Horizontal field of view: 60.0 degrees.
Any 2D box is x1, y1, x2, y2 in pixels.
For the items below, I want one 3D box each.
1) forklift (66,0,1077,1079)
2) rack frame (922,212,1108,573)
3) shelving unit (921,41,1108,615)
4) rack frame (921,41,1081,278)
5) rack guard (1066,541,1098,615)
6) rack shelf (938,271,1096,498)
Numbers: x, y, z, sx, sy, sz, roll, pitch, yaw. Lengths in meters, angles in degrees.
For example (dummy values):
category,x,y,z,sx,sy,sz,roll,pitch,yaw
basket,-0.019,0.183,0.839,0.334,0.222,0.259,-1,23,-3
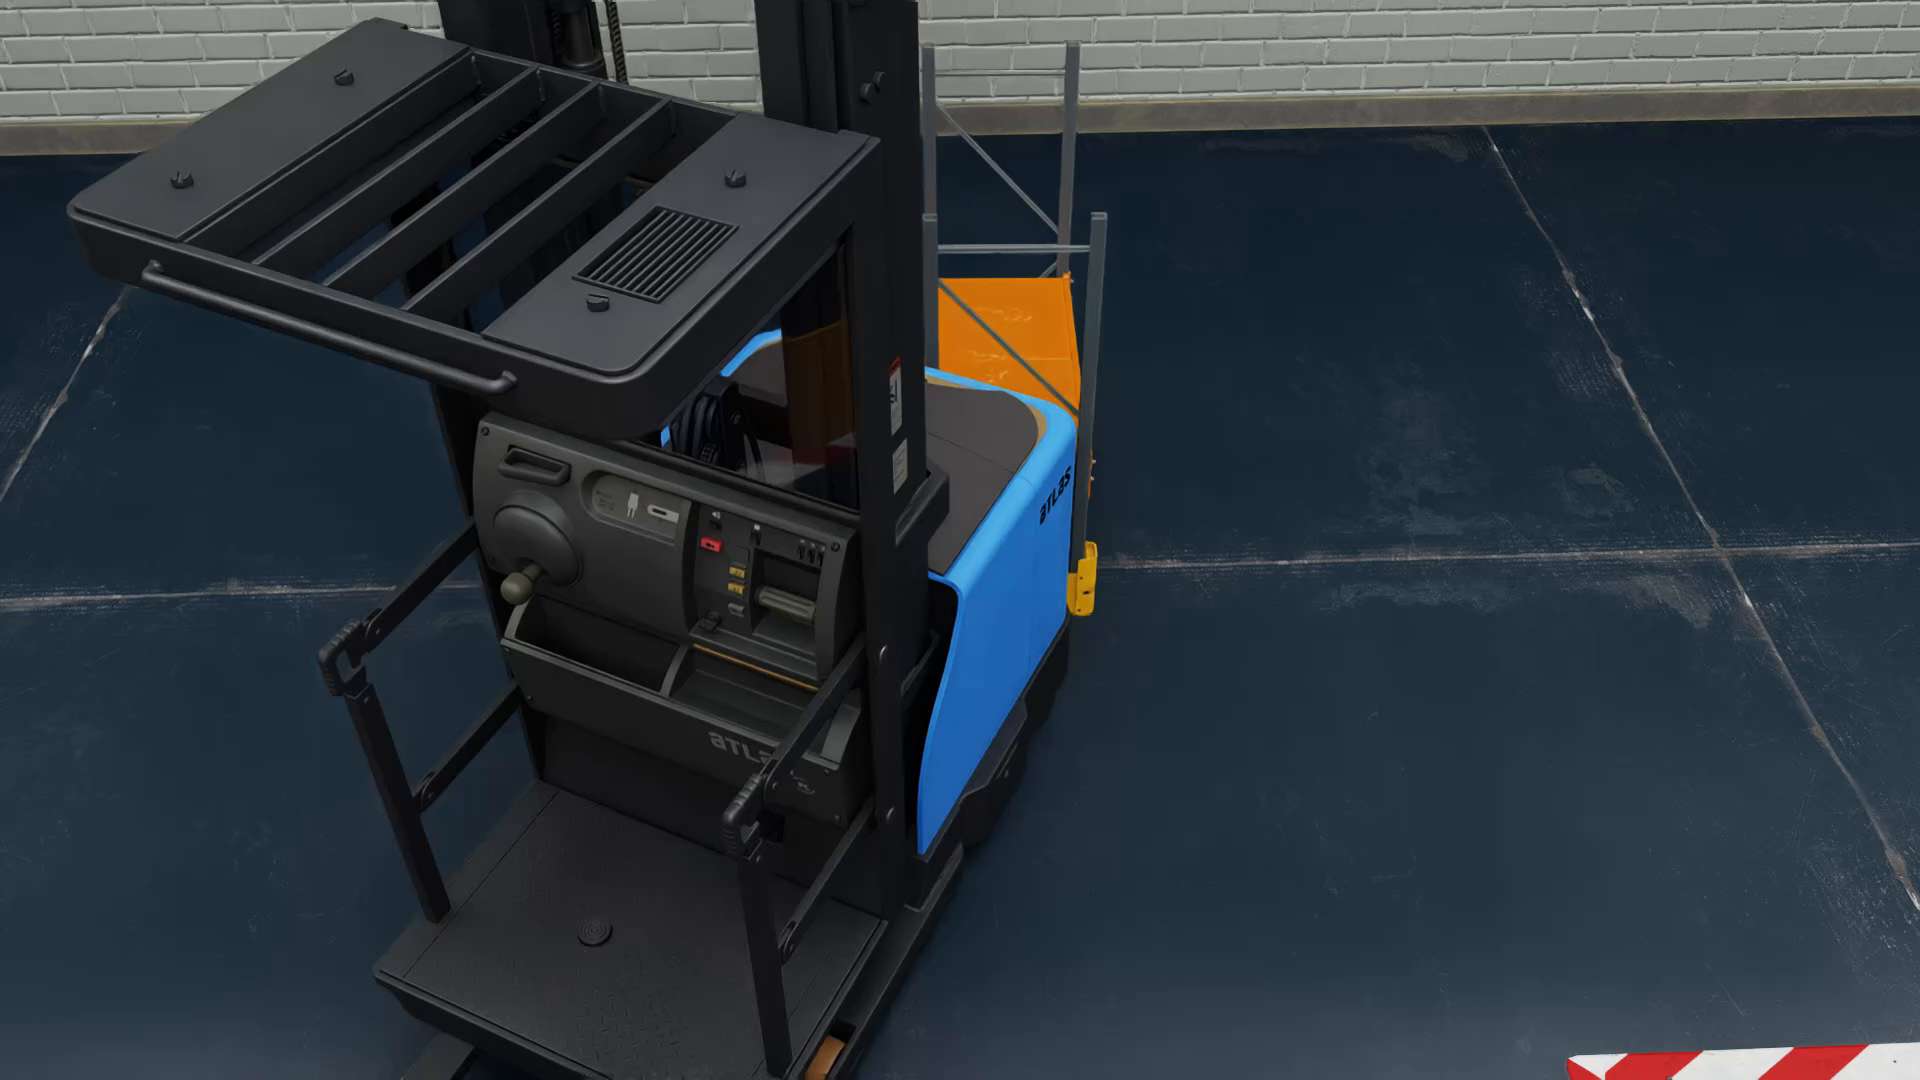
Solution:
category,x,y,z,sx,sy,sz,roll,pitch,yaw
forklift,-0.753,0.109,3.462,1.130,2.935,3.031,18,45,18
rack frame,0.147,-0.319,4.989,0.500,1.500,0.032,-1,43,-1
shelving unit,0.138,-0.669,5.370,0.587,1.500,1.083,-1,43,-1
rack frame,0.129,-1.006,5.738,0.500,1.500,0.032,-1,43,-1
rack guard,0.147,0.128,5.425,0.587,0.250,0.087,-1,43,-1
rack shelf,0.138,-0.530,5.485,0.538,0.185,1.000,-1,43,-1
